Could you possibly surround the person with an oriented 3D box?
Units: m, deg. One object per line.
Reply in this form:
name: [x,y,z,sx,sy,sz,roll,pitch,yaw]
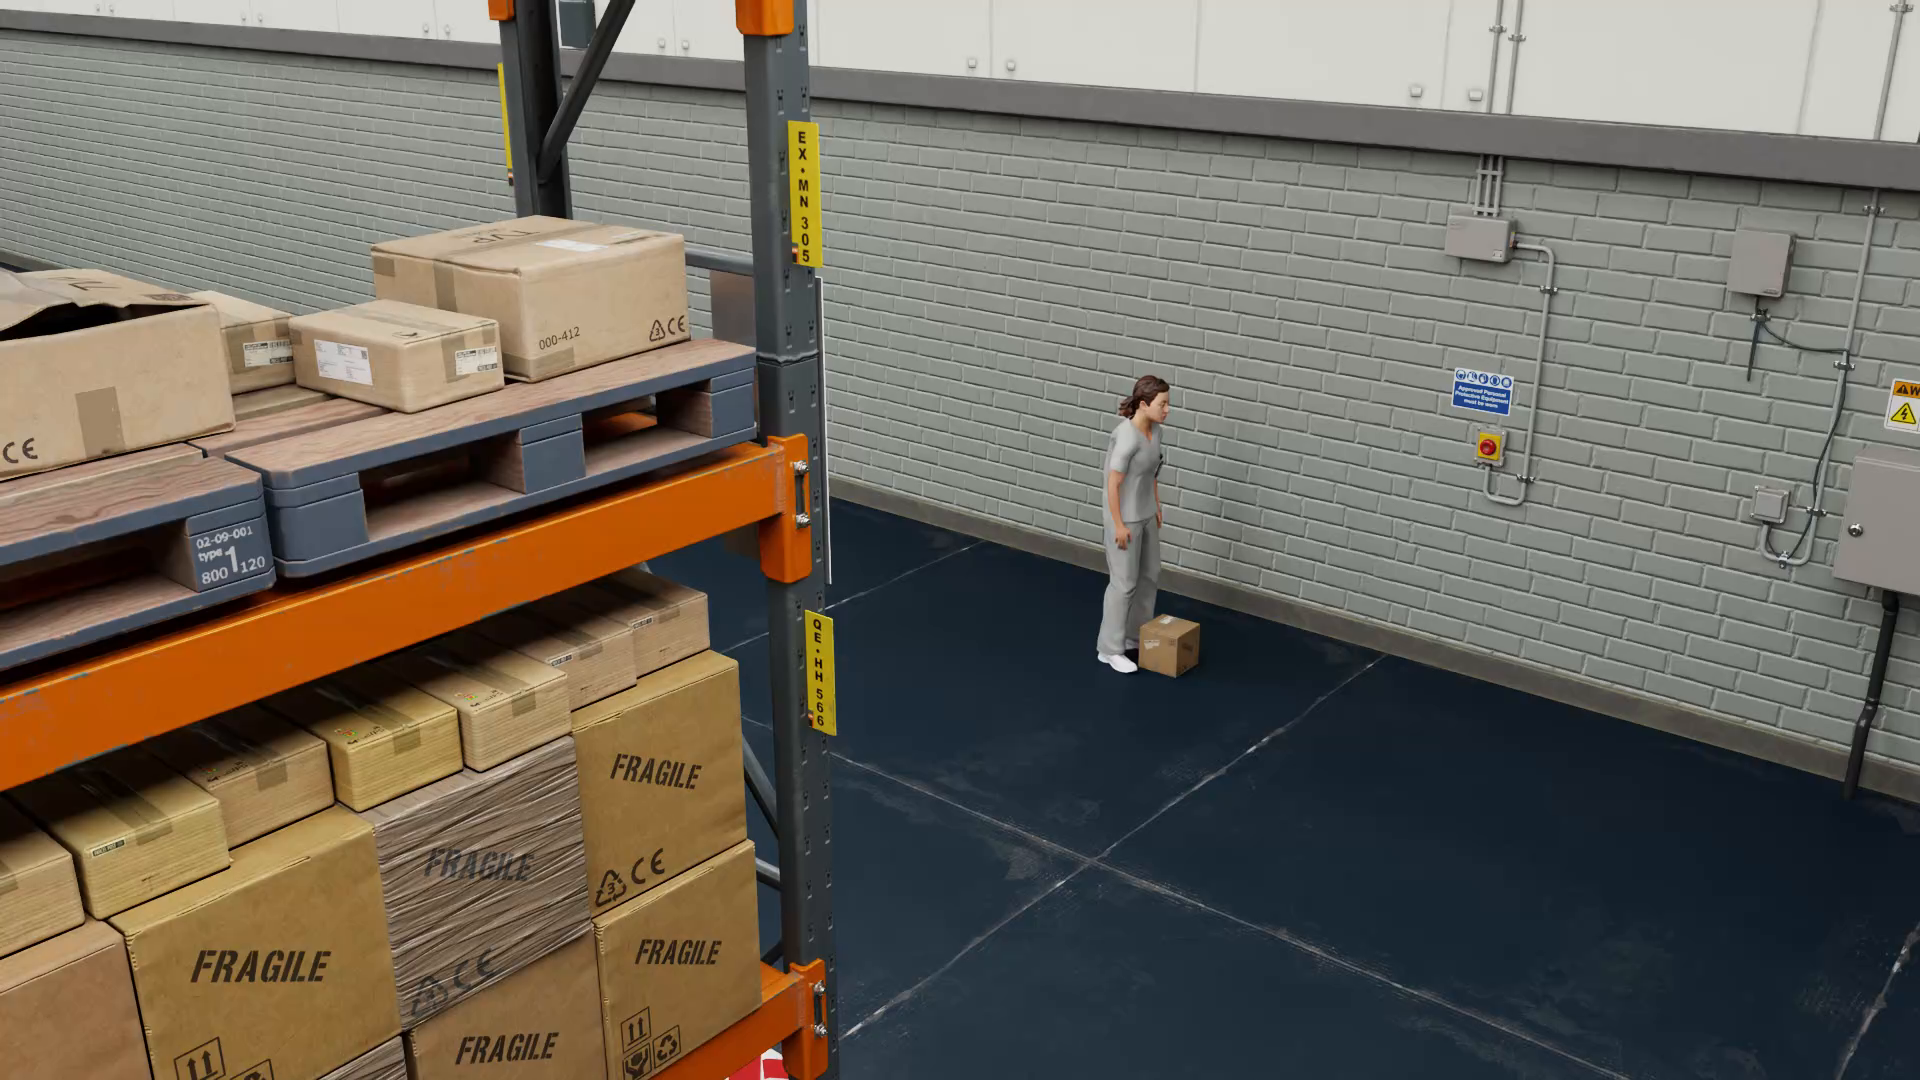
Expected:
person: [0.990,-0.114,9.389,0.362,1.671,0.511,14,24,33]
